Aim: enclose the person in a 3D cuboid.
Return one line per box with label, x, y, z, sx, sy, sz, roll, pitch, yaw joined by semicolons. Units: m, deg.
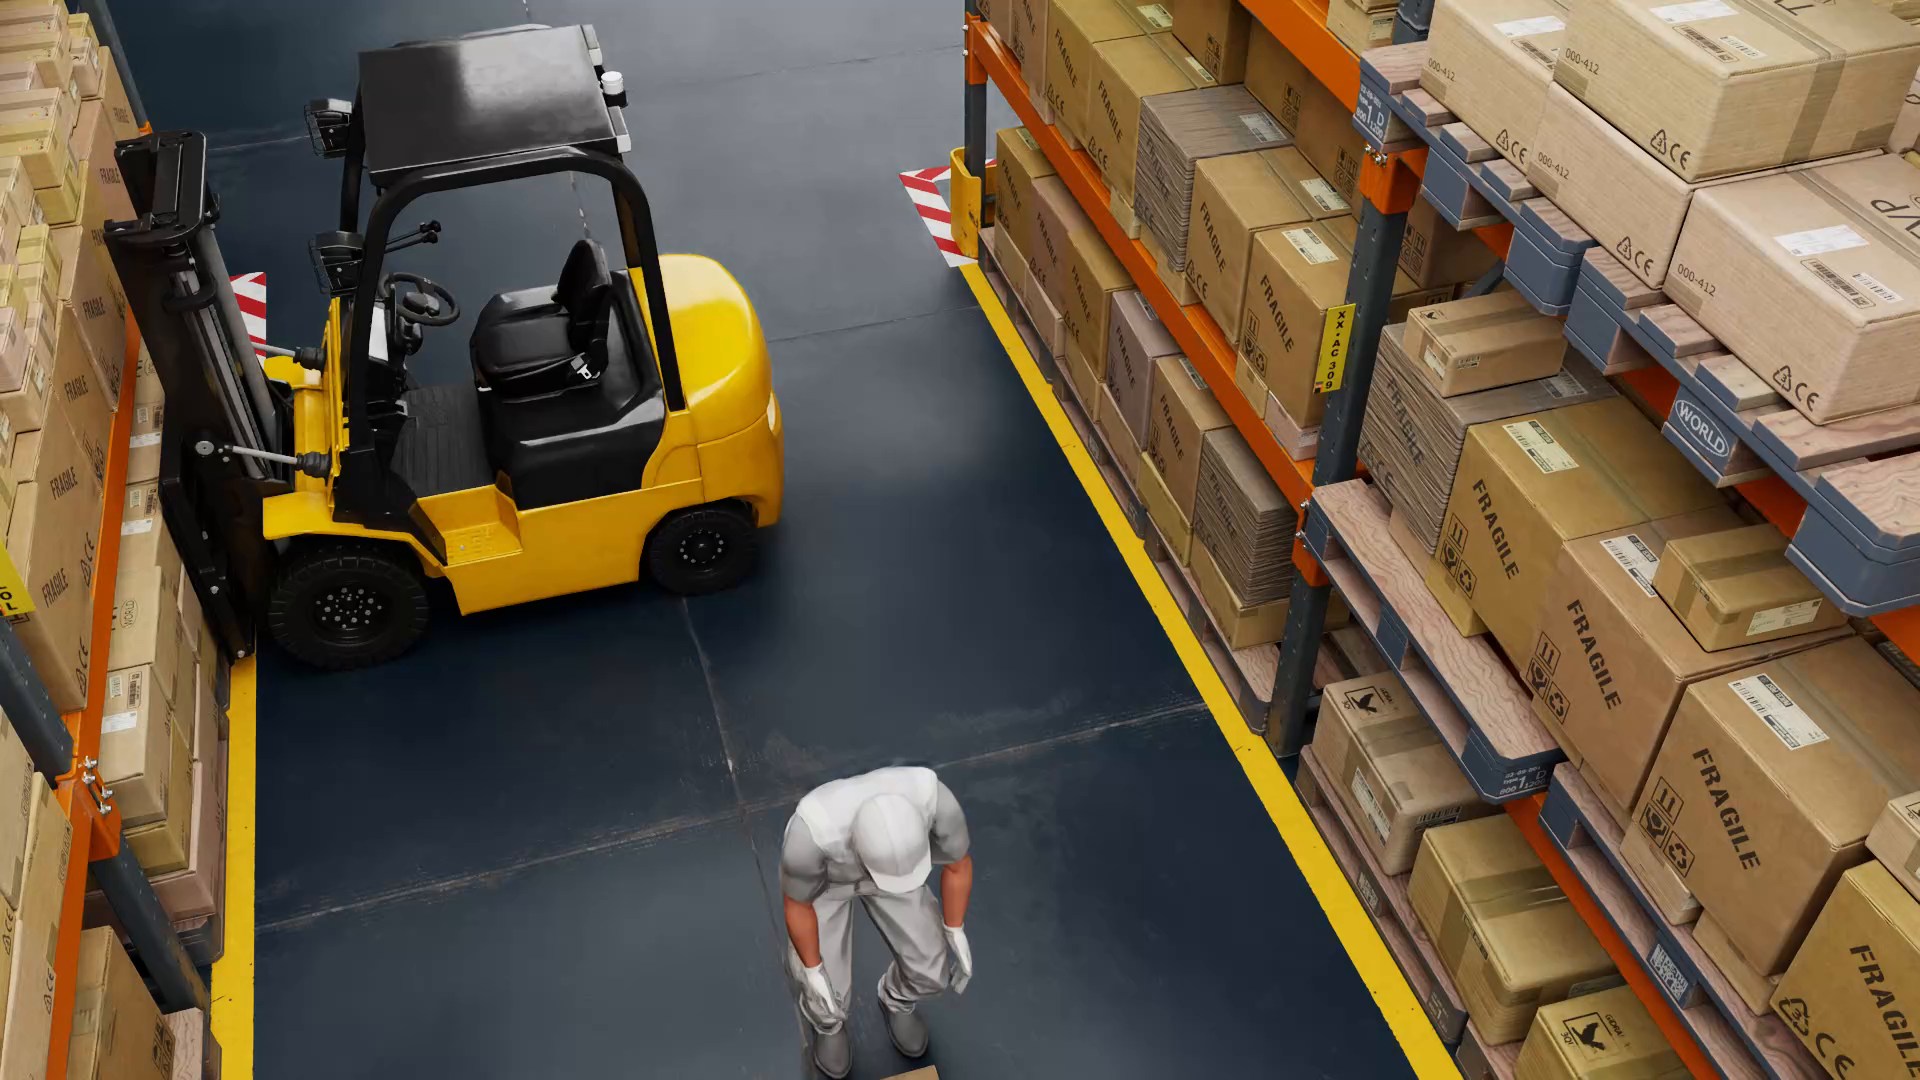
person;-0.257;1.129;5.097;0.581;1.500;0.711;-12;43;-13
